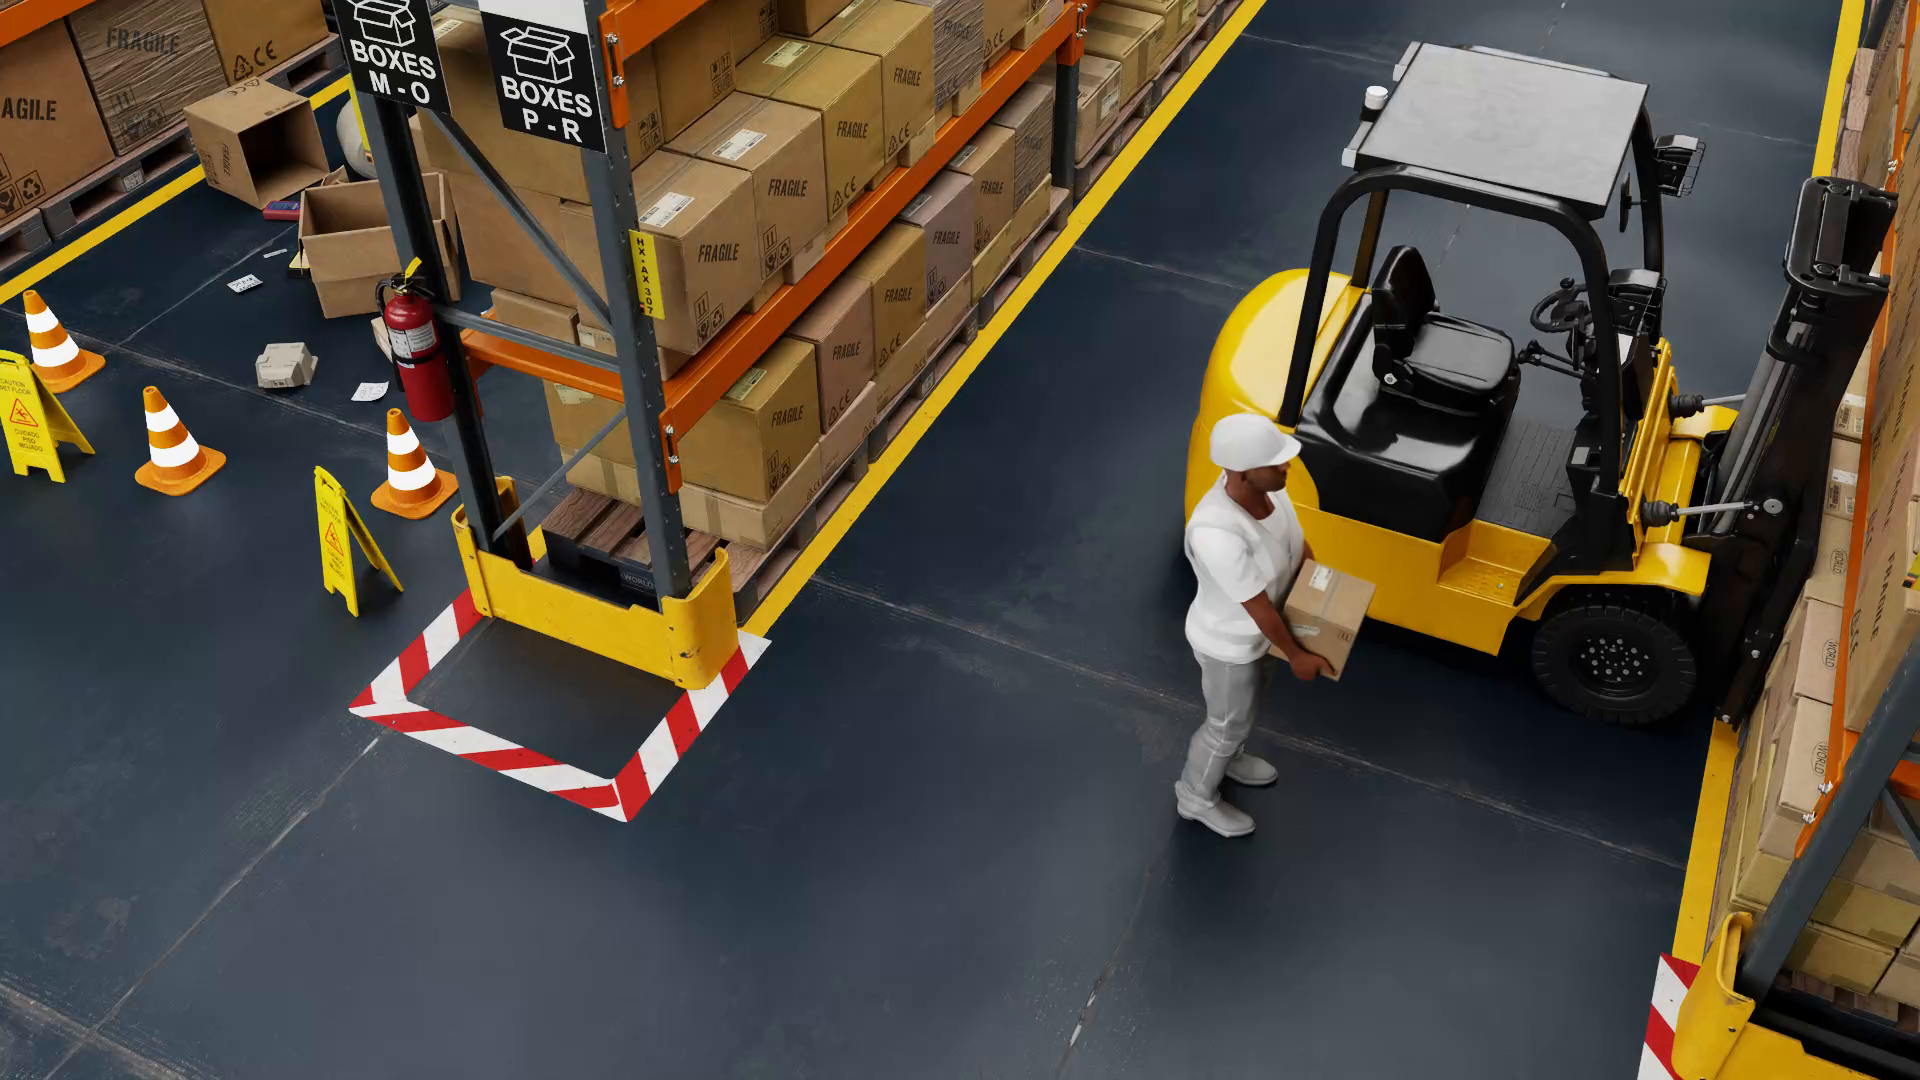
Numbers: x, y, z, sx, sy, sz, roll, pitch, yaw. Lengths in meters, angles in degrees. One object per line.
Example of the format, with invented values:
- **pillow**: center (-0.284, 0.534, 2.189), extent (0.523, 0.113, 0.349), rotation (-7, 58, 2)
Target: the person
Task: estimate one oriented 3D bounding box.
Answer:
- **person**: center (1.062, 0.321, 5.786), extent (0.577, 1.761, 0.502), rotation (18, 45, 19)
